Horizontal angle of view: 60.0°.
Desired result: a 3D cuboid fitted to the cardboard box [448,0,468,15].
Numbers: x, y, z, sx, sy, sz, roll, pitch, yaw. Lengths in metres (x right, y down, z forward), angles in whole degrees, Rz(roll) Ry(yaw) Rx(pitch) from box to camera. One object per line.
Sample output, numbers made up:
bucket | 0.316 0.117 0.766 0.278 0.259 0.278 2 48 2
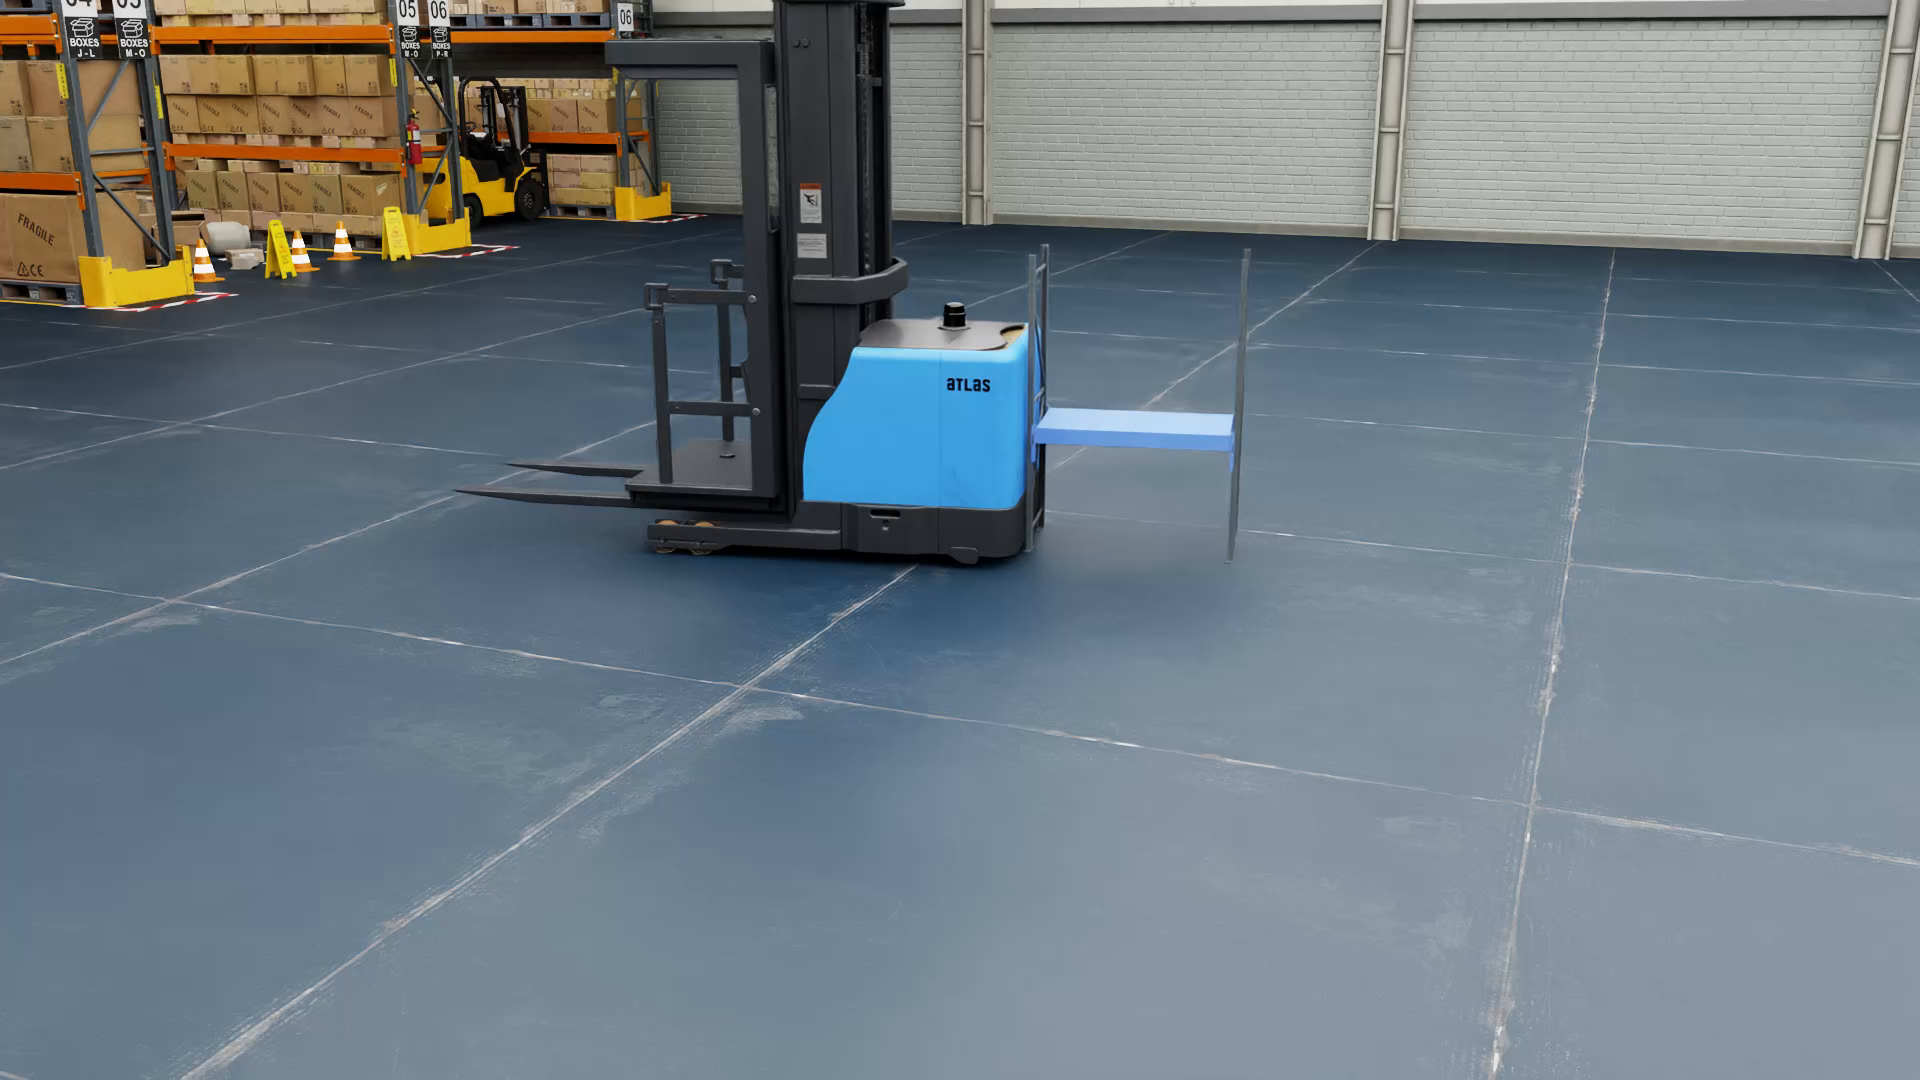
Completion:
cardboard box | -8.030 -8.434 26.191 0.500 0.311 0.500 7 17 22

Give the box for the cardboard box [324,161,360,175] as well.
cardboard box | -8.018 -4.825 21.584 0.250 0.149 0.380 7 18 22

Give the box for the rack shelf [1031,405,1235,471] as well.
rack shelf | 0.893 -0.524 8.435 1.000 0.185 0.538 3 16 10

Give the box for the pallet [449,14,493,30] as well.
pallet | -7.911 -8.252 26.497 1.213 0.211 1.003 6 17 21

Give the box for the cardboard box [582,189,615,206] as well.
cardboard box | -5.546 -5.373 25.979 0.500 0.250 0.500 6 17 21

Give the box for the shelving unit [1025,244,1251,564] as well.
shelving unit | 0.893 -0.697 8.385 1.048 1.500 0.538 3 16 10

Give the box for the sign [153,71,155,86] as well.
sign | -10.732 -6.059 22.086 0.005 0.325 0.100 6 17 21

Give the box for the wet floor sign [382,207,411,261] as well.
wet floor sign | -7.027 -3.810 20.641 0.232 0.644 0.267 14 21 40

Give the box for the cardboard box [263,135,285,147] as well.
cardboard box | -8.926 -5.259 21.859 0.250 0.149 0.380 6 17 20

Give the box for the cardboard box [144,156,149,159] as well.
cardboard box | -14.211 -6.784 29.230 0.250 0.149 0.380 5 17 18

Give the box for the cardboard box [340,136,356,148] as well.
cardboard box | -7.744 -5.129 21.411 0.250 0.149 0.380 6 17 20

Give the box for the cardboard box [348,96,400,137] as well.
cardboard box | -7.417 -5.413 21.225 0.500 0.500 0.500 6 17 20

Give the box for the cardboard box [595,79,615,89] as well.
cardboard box | -5.404 -7.010 25.563 0.250 0.149 0.380 6 17 21

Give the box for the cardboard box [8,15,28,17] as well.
cardboard box | -12.824 -7.398 23.210 0.637 0.503 0.797 6 17 21

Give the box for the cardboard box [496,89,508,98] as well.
cardboard box | -7.083 -7.030 26.166 0.250 0.149 0.380 6 17 19

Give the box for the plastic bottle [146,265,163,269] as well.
plastic bottle | -9.557 -3.203 19.597 0.283 0.061 0.133 0 16 1

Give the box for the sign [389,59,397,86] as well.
sign | -7.033 -5.804 20.641 0.005 0.325 0.100 6 17 21

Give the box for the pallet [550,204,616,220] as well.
pallet | -5.720 -5.254 26.392 1.213 0.211 1.003 6 17 21

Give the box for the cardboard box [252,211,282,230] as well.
cardboard box | -9.087 -4.292 22.258 0.500 0.250 0.500 6 17 20

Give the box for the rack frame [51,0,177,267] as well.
rack frame | -8.533 -3.944 16.878 0.127 3.000 1.000 6 17 21

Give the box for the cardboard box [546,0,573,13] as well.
cardboard box | -6.111 -8.183 25.409 0.258 0.266 0.396 6 17 21

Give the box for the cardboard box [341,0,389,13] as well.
cardboard box | -7.386 -6.732 20.836 0.500 0.250 0.500 6 17 20

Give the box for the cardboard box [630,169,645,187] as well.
cardboard box | -5.354 -5.749 26.377 0.500 0.250 0.500 7 17 22

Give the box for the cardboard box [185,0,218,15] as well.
cardboard box | -9.740 -6.992 21.733 0.500 0.250 0.500 6 17 20

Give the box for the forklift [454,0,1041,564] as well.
forklift | -1.125 -1.470 8.481 3.031 2.935 1.130 3 16 10

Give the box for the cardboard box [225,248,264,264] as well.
cardboard box | -8.771 -3.479 20.390 0.380 0.149 0.250 -12 20 -37

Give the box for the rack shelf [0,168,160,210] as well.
rack shelf | -10.394 -3.803 17.683 4.000 0.370 1.077 6 17 21

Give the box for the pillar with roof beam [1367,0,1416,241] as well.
pillar with roof beam | 4.273 -7.367 17.911 0.400 9.000 9.100 6 17 21

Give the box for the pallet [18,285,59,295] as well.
pallet | -10.437 -2.791 17.910 1.213 0.211 1.003 6 17 21

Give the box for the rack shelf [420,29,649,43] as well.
rack shelf | -6.854 -7.825 26.158 4.000 0.370 1.077 6 17 21

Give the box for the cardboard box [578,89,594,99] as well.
cardboard box | -5.667 -6.866 25.602 0.250 0.149 0.380 7 17 22

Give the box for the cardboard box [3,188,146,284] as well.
cardboard box | -9.188 -3.177 17.295 0.875 0.875 0.875 6 17 21

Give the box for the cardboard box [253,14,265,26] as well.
cardboard box | -8.896 -6.713 21.488 0.250 0.149 0.380 6 17 21

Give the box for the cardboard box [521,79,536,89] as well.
cardboard box | -6.628 -7.114 25.923 0.250 0.149 0.380 7 17 22

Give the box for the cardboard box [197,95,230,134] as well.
cardboard box | -9.750 -5.675 22.129 0.500 0.500 0.500 6 17 20

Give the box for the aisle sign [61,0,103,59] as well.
aisle sign | -8.577 -5.107 16.222 0.004 0.787 0.394 6 17 21

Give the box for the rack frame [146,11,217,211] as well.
rack frame | -10.532 -5.647 22.745 0.127 3.000 1.000 6 17 21

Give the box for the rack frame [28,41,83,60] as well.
rack frame | -16.156 -7.753 29.999 0.127 3.000 1.000 6 17 21

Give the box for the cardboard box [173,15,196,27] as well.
cardboard box | -10.110 -6.829 21.888 0.250 0.149 0.380 6 17 21

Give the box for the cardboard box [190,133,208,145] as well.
cardboard box | -10.103 -5.398 22.340 0.250 0.149 0.380 7 18 22

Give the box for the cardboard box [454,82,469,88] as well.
cardboard box | -7.808 -7.247 26.381 0.250 0.149 0.380 7 17 22

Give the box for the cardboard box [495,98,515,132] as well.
cardboard box | -6.975 -6.712 26.235 0.500 0.500 0.500 6 17 21

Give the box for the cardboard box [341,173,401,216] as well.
cardboard box | -7.652 -4.493 21.605 0.500 0.500 0.500 6 17 21

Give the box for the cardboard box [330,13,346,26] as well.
cardboard box | -7.724 -6.575 21.010 0.250 0.149 0.380 7 18 22

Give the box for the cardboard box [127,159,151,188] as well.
cardboard box | -14.347 -6.488 29.371 0.500 0.500 0.500 6 17 19

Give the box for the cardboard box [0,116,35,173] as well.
cardboard box | -9.415 -4.092 17.121 0.550 0.550 0.875 6 17 21

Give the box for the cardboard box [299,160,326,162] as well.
cardboard box | -10.623 -6.204 28.170 0.625 0.625 0.875 6 17 18

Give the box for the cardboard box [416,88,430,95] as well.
cardboard box | -8.514 -7.193 26.729 0.250 0.149 0.380 6 17 20

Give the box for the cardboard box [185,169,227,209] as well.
cardboard box | -10.082 -4.758 22.516 0.500 0.500 0.500 7 18 23

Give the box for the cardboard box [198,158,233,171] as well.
cardboard box | -9.988 -5.041 22.328 0.250 0.149 0.380 7 17 21

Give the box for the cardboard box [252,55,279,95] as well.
cardboard box | -8.760 -6.071 21.698 0.500 0.500 0.700 6 17 20

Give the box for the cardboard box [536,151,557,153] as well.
cardboard box | -6.773 -6.143 26.840 0.500 0.250 0.500 6 17 20

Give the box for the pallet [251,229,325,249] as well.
pallet | -8.756 -4.124 22.500 1.213 0.211 1.003 6 17 21
